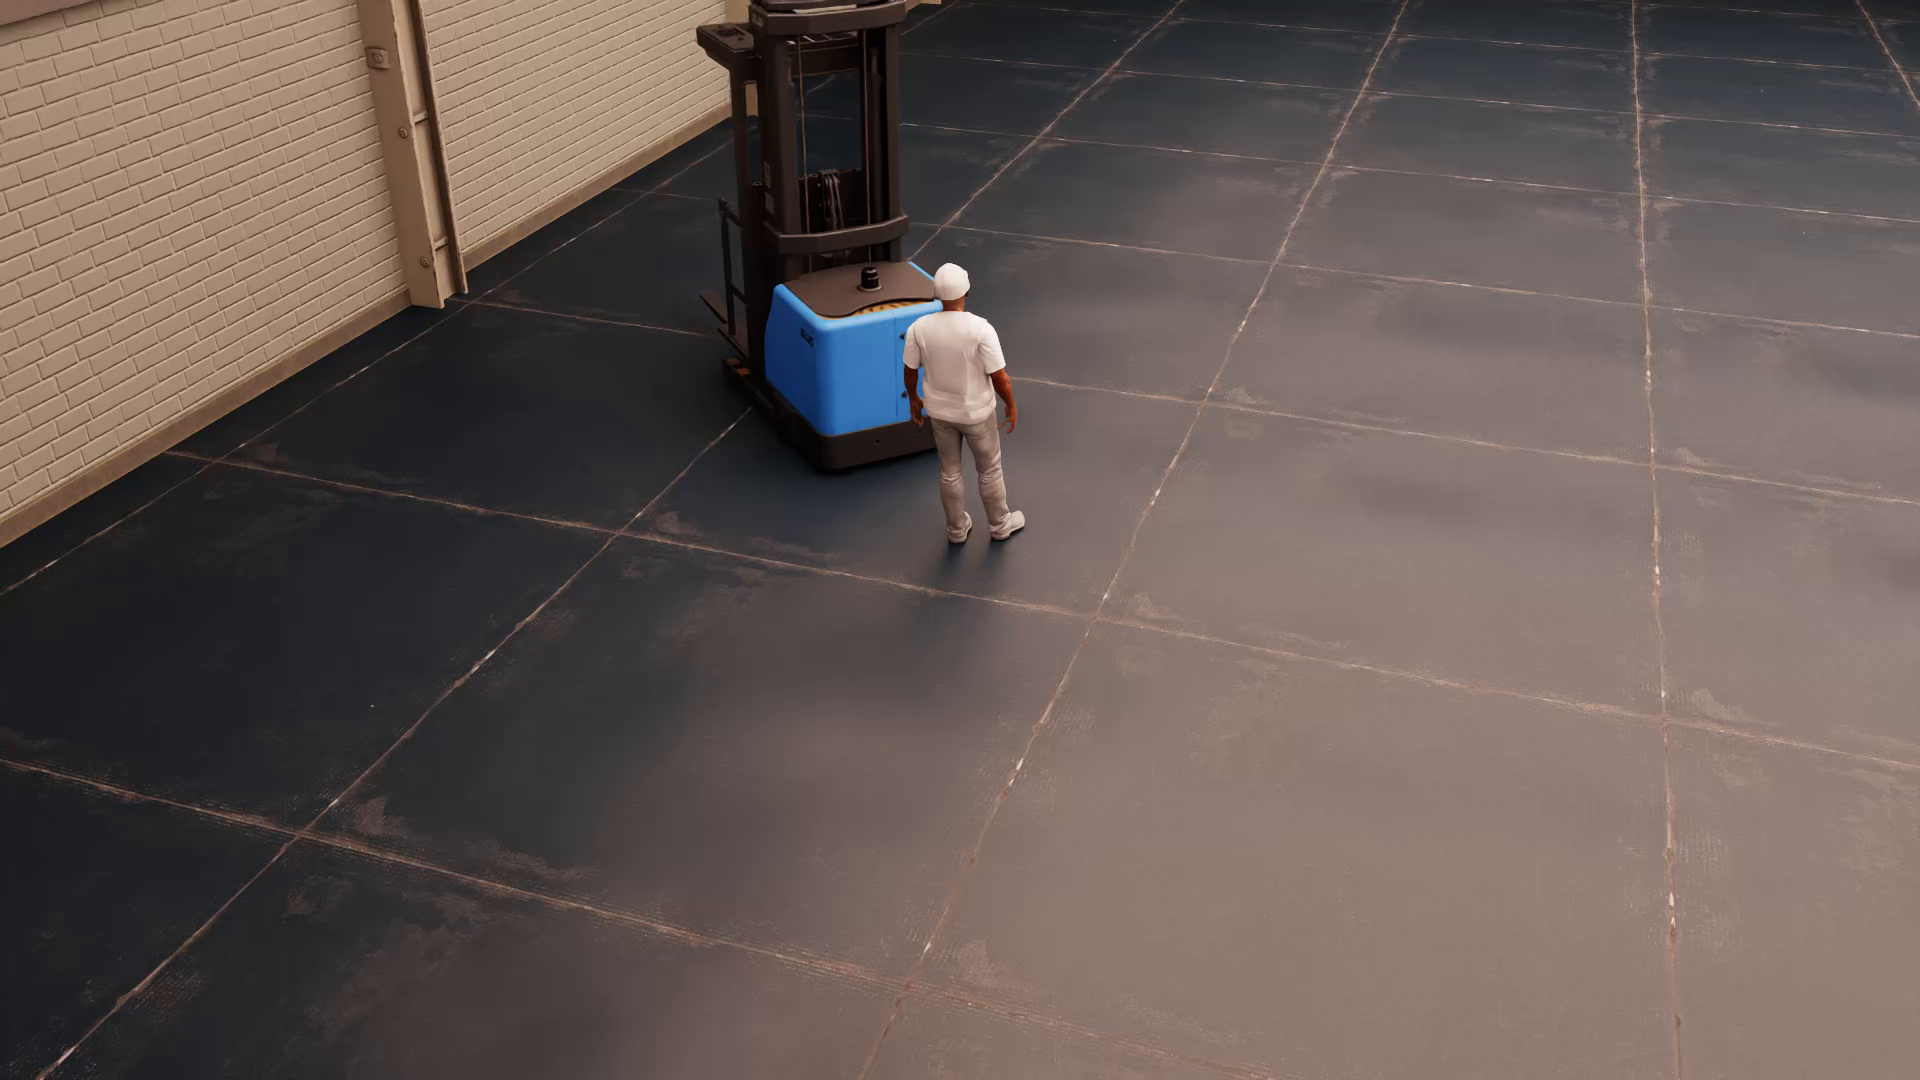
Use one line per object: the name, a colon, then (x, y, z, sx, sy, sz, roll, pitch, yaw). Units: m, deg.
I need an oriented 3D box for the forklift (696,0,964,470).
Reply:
forklift: (-1.077, -2.434, 11.407, 1.130, 2.935, 3.031, -14, 32, -23)

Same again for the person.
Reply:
person: (0.027, -0.805, 9.711, 0.666, 1.766, 0.576, 10, 31, 16)
